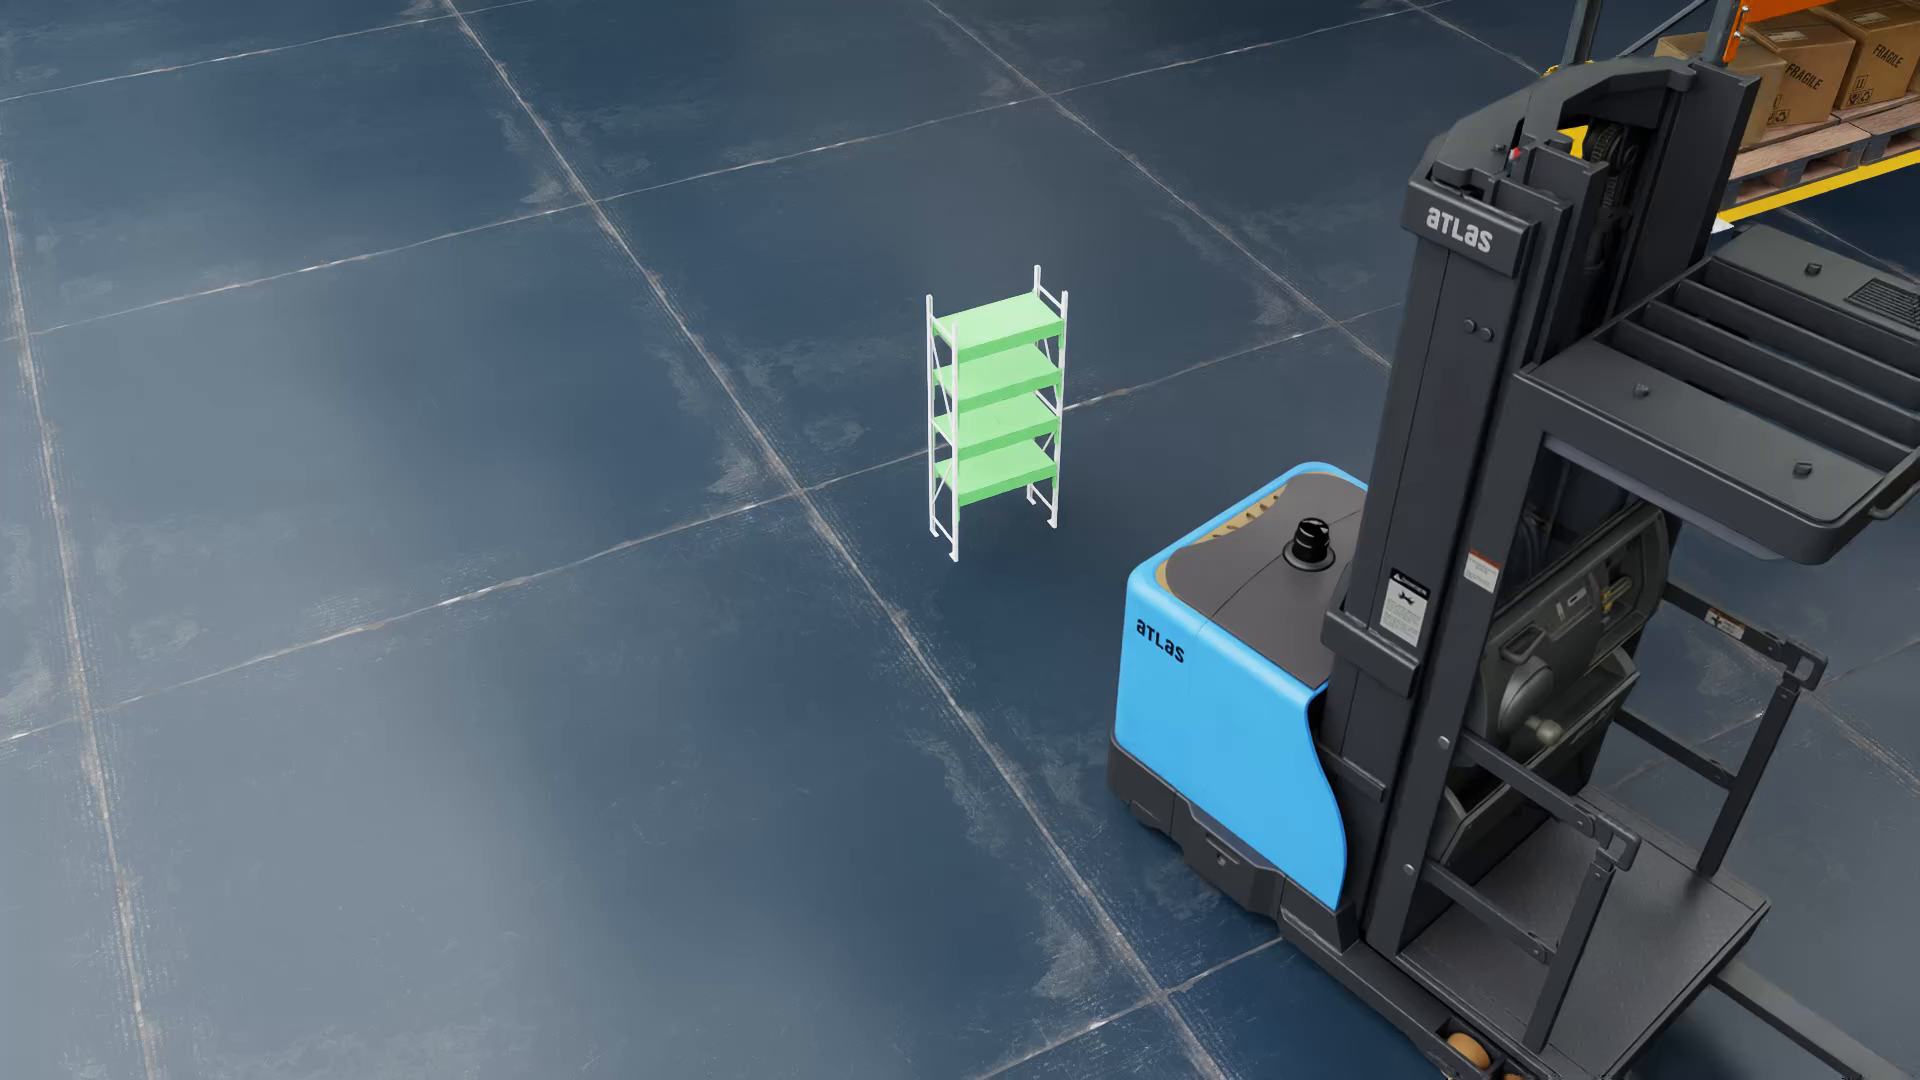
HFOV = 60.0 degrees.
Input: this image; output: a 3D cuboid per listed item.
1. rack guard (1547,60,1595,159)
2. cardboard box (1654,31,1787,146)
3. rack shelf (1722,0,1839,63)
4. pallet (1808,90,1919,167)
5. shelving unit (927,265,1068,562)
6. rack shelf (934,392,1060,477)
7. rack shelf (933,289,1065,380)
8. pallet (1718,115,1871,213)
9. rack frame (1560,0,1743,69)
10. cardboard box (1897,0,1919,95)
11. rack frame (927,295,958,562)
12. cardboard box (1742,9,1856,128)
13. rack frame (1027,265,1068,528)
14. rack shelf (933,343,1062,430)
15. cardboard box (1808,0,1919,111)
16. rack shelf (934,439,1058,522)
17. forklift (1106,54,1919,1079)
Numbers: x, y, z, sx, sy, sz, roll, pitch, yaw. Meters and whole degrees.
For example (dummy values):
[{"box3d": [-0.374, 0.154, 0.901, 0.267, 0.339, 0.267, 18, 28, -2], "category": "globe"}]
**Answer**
[{"box3d": [3.837, -2.280, 9.557, 0.348, 0.500, 1.175, -19, 44, -21], "category": "rack guard"}, {"box3d": [4.331, -2.594, 9.603, 0.500, 0.500, 0.500, -11, 41, -13], "category": "cardboard box"}, {"box3d": [5.543, -3.534, 9.660, 4.000, 0.370, 1.077, -19, 44, -21], "category": "rack shelf"}, {"box3d": [5.654, -2.754, 10.340, 1.213, 0.211, 1.003, -19, 44, -21], "category": "pallet"}, {"box3d": [0.147, -0.507, 6.921, 0.503, 1.200, 0.258, -19, 44, -21], "category": "shelving unit"}, {"box3d": [0.147, -0.459, 6.962, 0.480, 0.148, 0.258, -19, 44, -21], "category": "rack shelf"}, {"box3d": [0.147, -0.825, 6.652, 0.480, 0.148, 0.258, -19, 44, -21], "category": "rack shelf"}, {"box3d": [4.574, -2.392, 9.913, 1.213, 0.211, 1.003, -19, 44, -21], "category": "pallet"}, {"box3d": [3.769, -3.212, 8.722, 0.127, 3.000, 1.000, -19, 44, -21], "category": "rack frame"}, {"box3d": [5.925, -3.109, 10.211, 0.500, 0.500, 0.500, -22, 45, -24], "category": "cardboard box"}, {"box3d": [-0.070, -0.435, 6.835, 0.015, 1.200, 0.240, -19, 44, -21], "category": "rack frame"}, {"box3d": [4.845, -2.793, 9.837, 0.500, 0.500, 0.500, -8, 41, -9], "category": "cardboard box"}, {"box3d": [0.363, -0.580, 7.007, 0.015, 1.200, 0.240, -19, 44, -21], "category": "rack frame"}, {"box3d": [0.147, -0.642, 6.807, 0.480, 0.148, 0.258, -19, 44, -21], "category": "rack shelf"}, {"box3d": [5.409, -2.969, 10.045, 0.500, 0.500, 0.500, -15, 42, -17], "category": "cardboard box"}, {"box3d": [0.147, -0.275, 7.117, 0.480, 0.148, 0.258, -19, 44, -21], "category": "rack shelf"}, {"box3d": [1.890, 0.314, 4.610, 1.130, 2.935, 3.031, -30, 49, -30], "category": "forklift"}]
